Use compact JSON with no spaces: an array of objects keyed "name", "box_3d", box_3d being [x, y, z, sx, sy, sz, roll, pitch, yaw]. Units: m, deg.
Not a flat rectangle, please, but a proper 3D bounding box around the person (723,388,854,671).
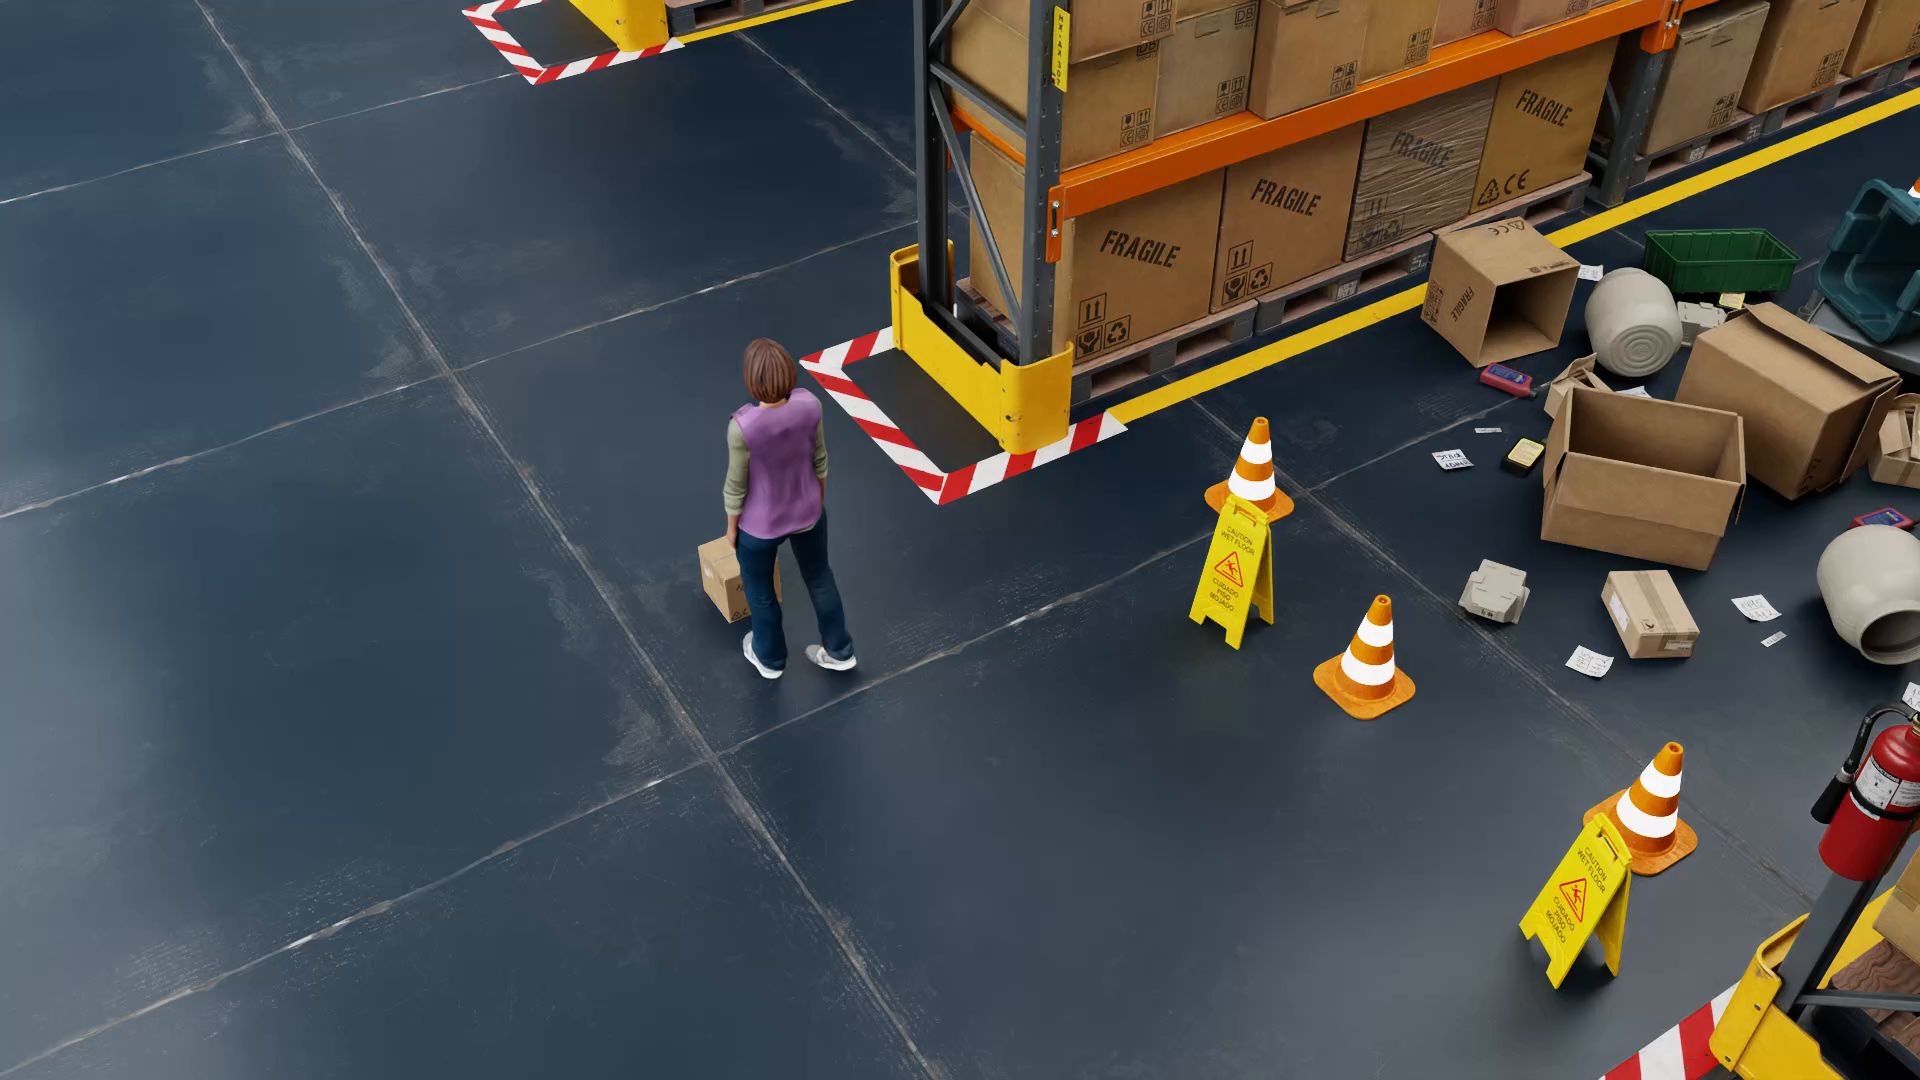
[{"name":"person","box_3d":[-0.670,-0.018,6.307,0.428,1.306,0.339,-22,46,-23]}]
